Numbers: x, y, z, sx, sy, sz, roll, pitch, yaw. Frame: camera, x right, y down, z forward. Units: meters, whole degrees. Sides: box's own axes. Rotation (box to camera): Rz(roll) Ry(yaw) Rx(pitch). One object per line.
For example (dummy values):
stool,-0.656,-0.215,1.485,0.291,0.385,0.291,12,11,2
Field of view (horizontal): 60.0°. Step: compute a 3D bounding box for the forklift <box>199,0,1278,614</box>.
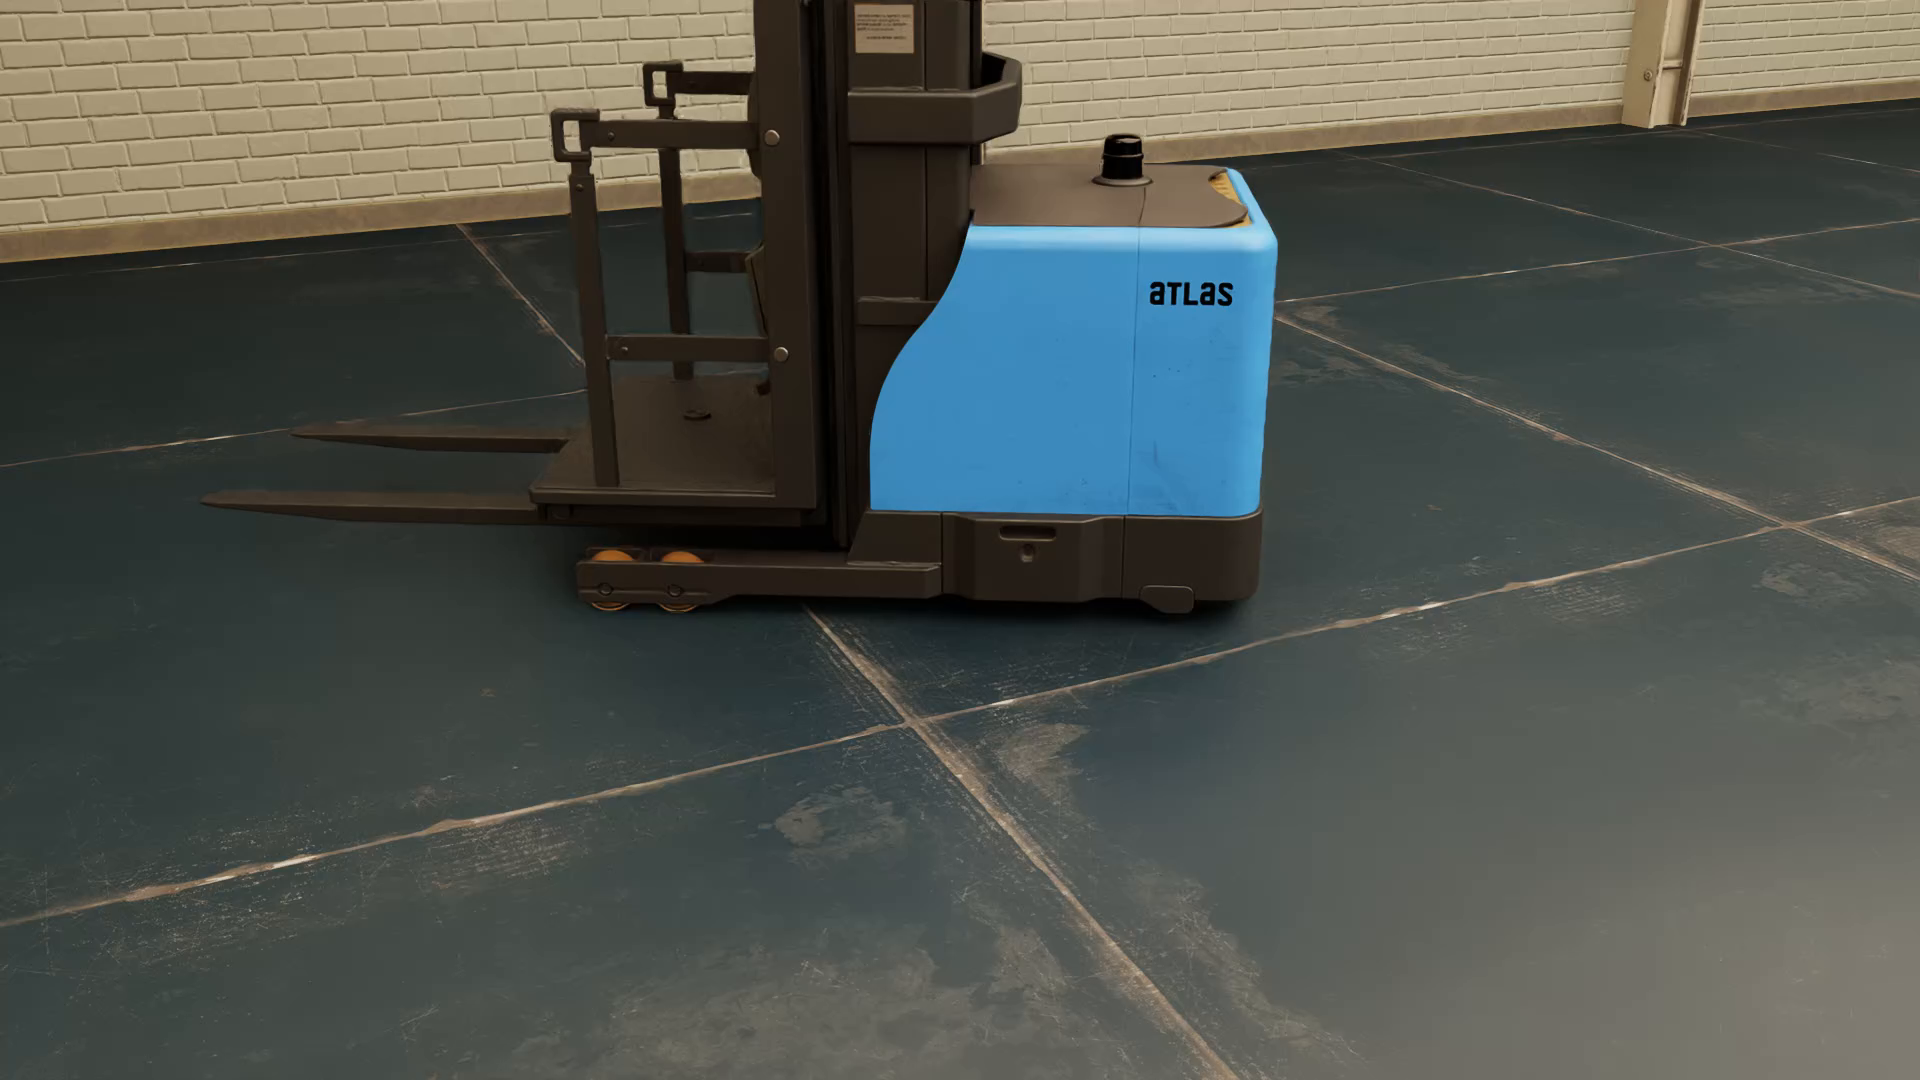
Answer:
forklift,-0.665,-1.352,4.541,3.031,2.935,1.130,1,23,3
